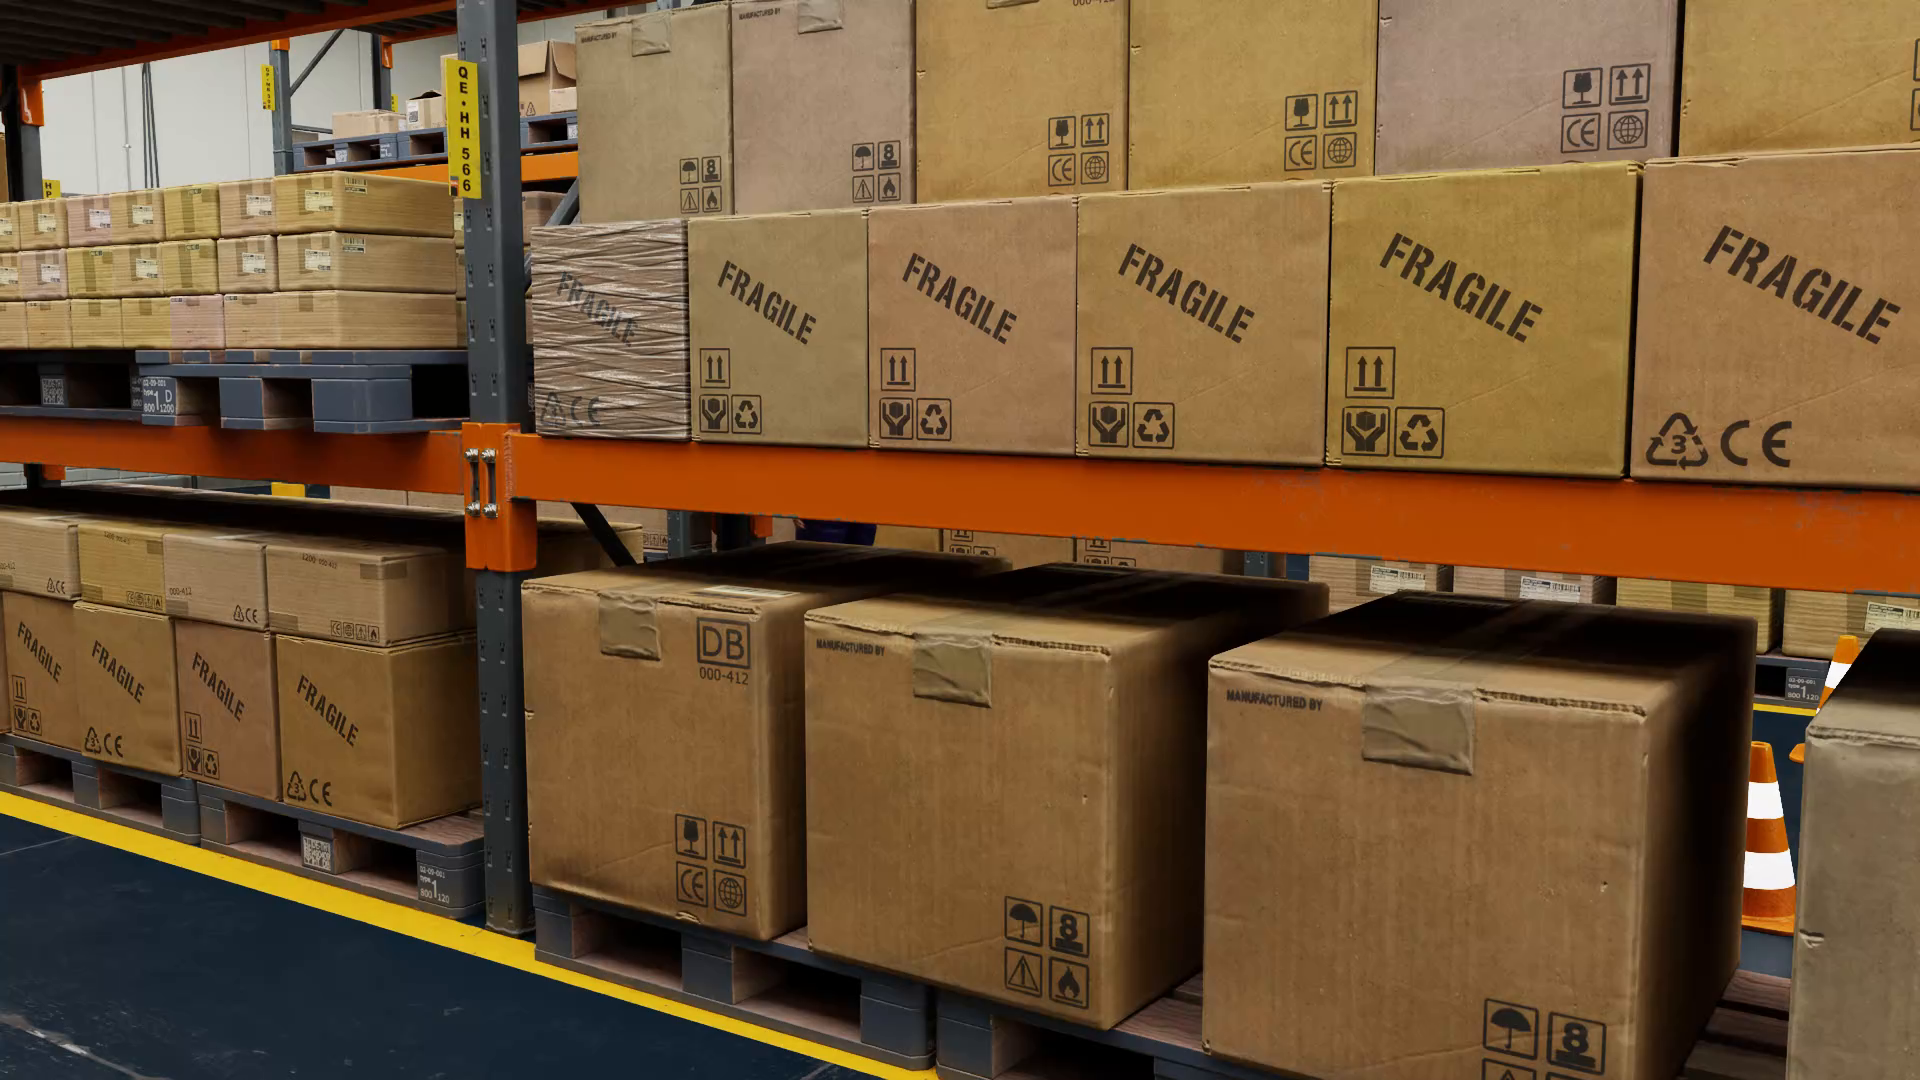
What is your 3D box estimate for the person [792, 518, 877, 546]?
[{"bbox_3d":[-0.578,-0.192,7.748,0.368,1.652,0.542,4,8,33],"label":"person"}]
